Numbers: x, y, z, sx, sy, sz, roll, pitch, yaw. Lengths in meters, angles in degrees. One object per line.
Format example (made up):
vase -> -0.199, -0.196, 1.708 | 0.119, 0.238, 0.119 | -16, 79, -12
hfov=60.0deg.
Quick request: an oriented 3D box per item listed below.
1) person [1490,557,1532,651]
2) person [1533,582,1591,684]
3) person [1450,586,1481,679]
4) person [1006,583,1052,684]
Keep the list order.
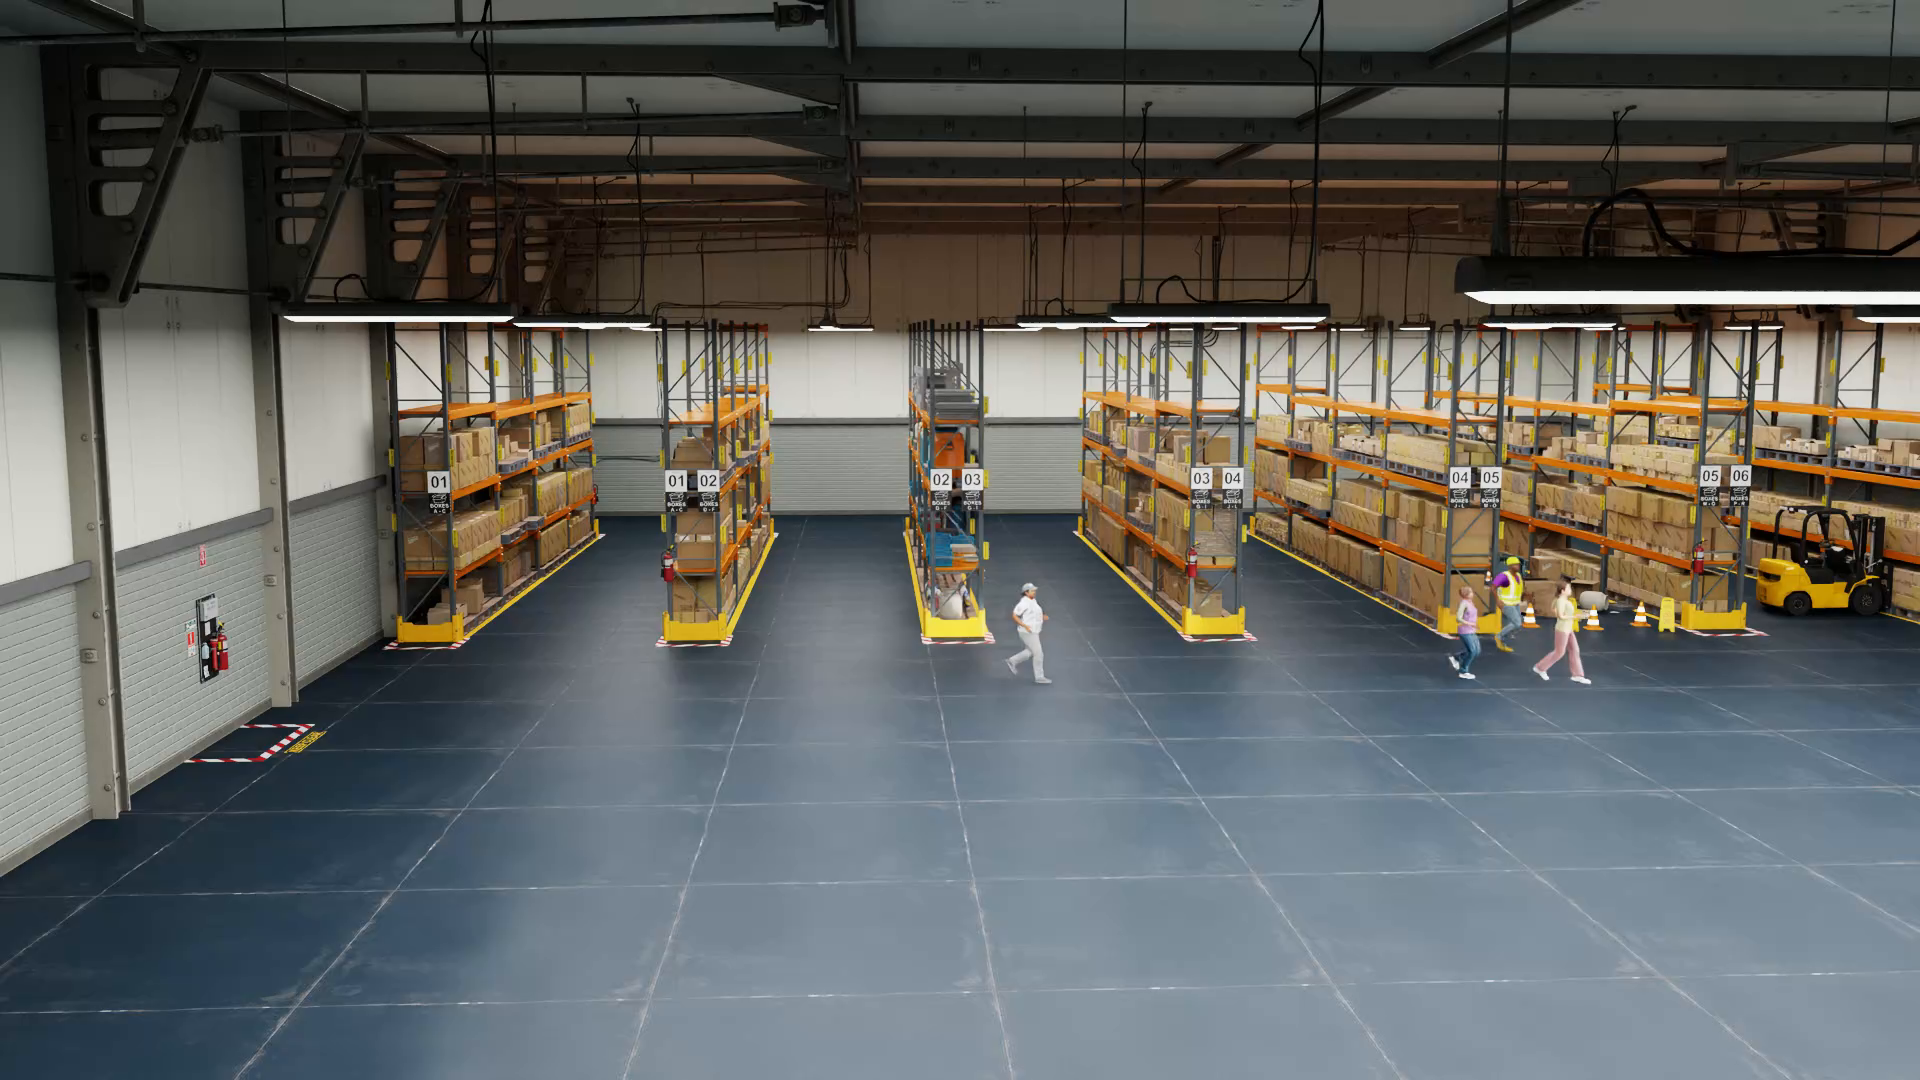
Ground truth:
person -> 9.979, 1.161, 29.985 | 0.706, 1.728, 0.574 | -6, 10, -42
person -> 9.885, 1.505, 27.228 | 0.908, 1.664, 0.580 | 4, 8, 27
person -> 8.444, 1.535, 27.733 | 0.553, 1.549, 0.532 | 5, 9, 36
person -> 1.128, 1.524, 27.439 | 0.862, 1.638, 0.619 | 3, 8, 22
